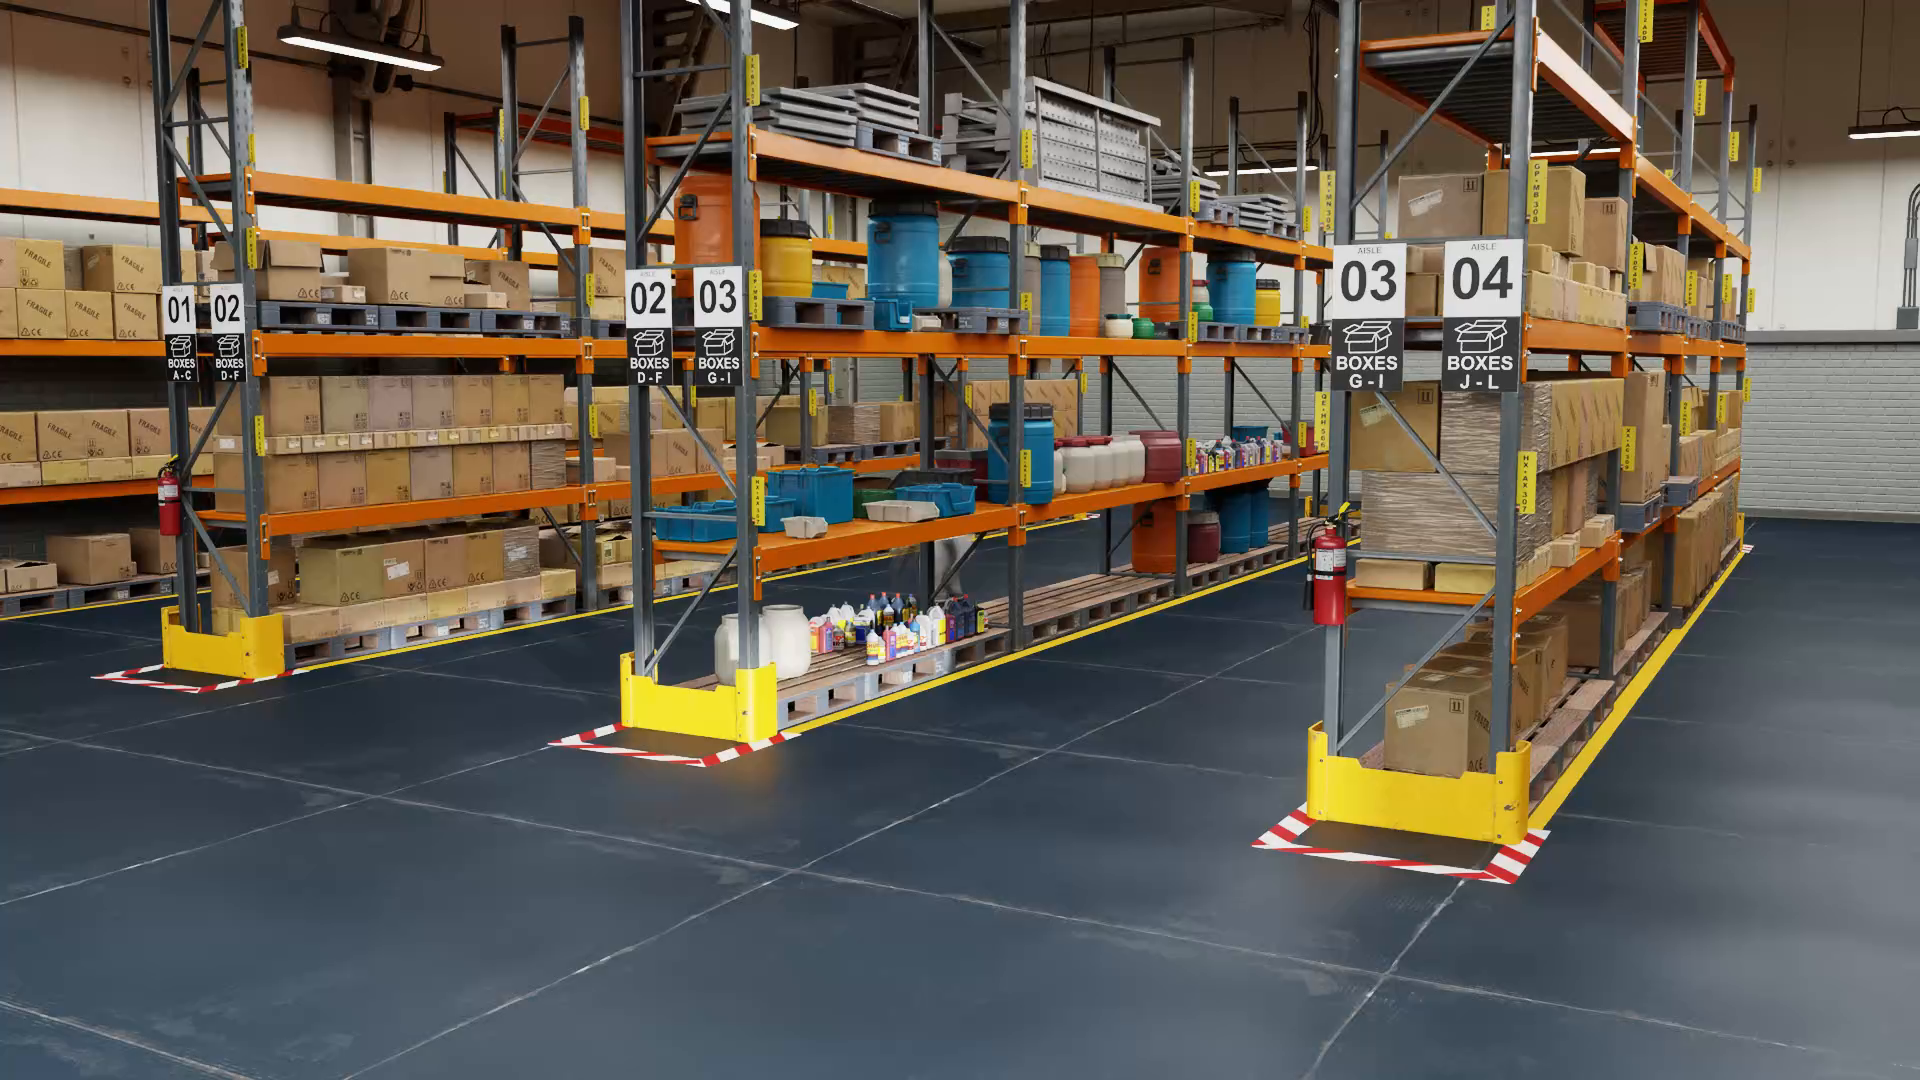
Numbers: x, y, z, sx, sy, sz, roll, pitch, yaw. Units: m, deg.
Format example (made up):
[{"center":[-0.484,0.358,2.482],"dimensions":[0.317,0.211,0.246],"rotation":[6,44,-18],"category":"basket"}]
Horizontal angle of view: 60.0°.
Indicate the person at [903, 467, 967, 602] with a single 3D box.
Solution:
[{"center":[-0.298,-0.058,17.971],"dimensions":[0.809,1.449,0.461],"rotation":[3,7,27],"category":"person"}]
